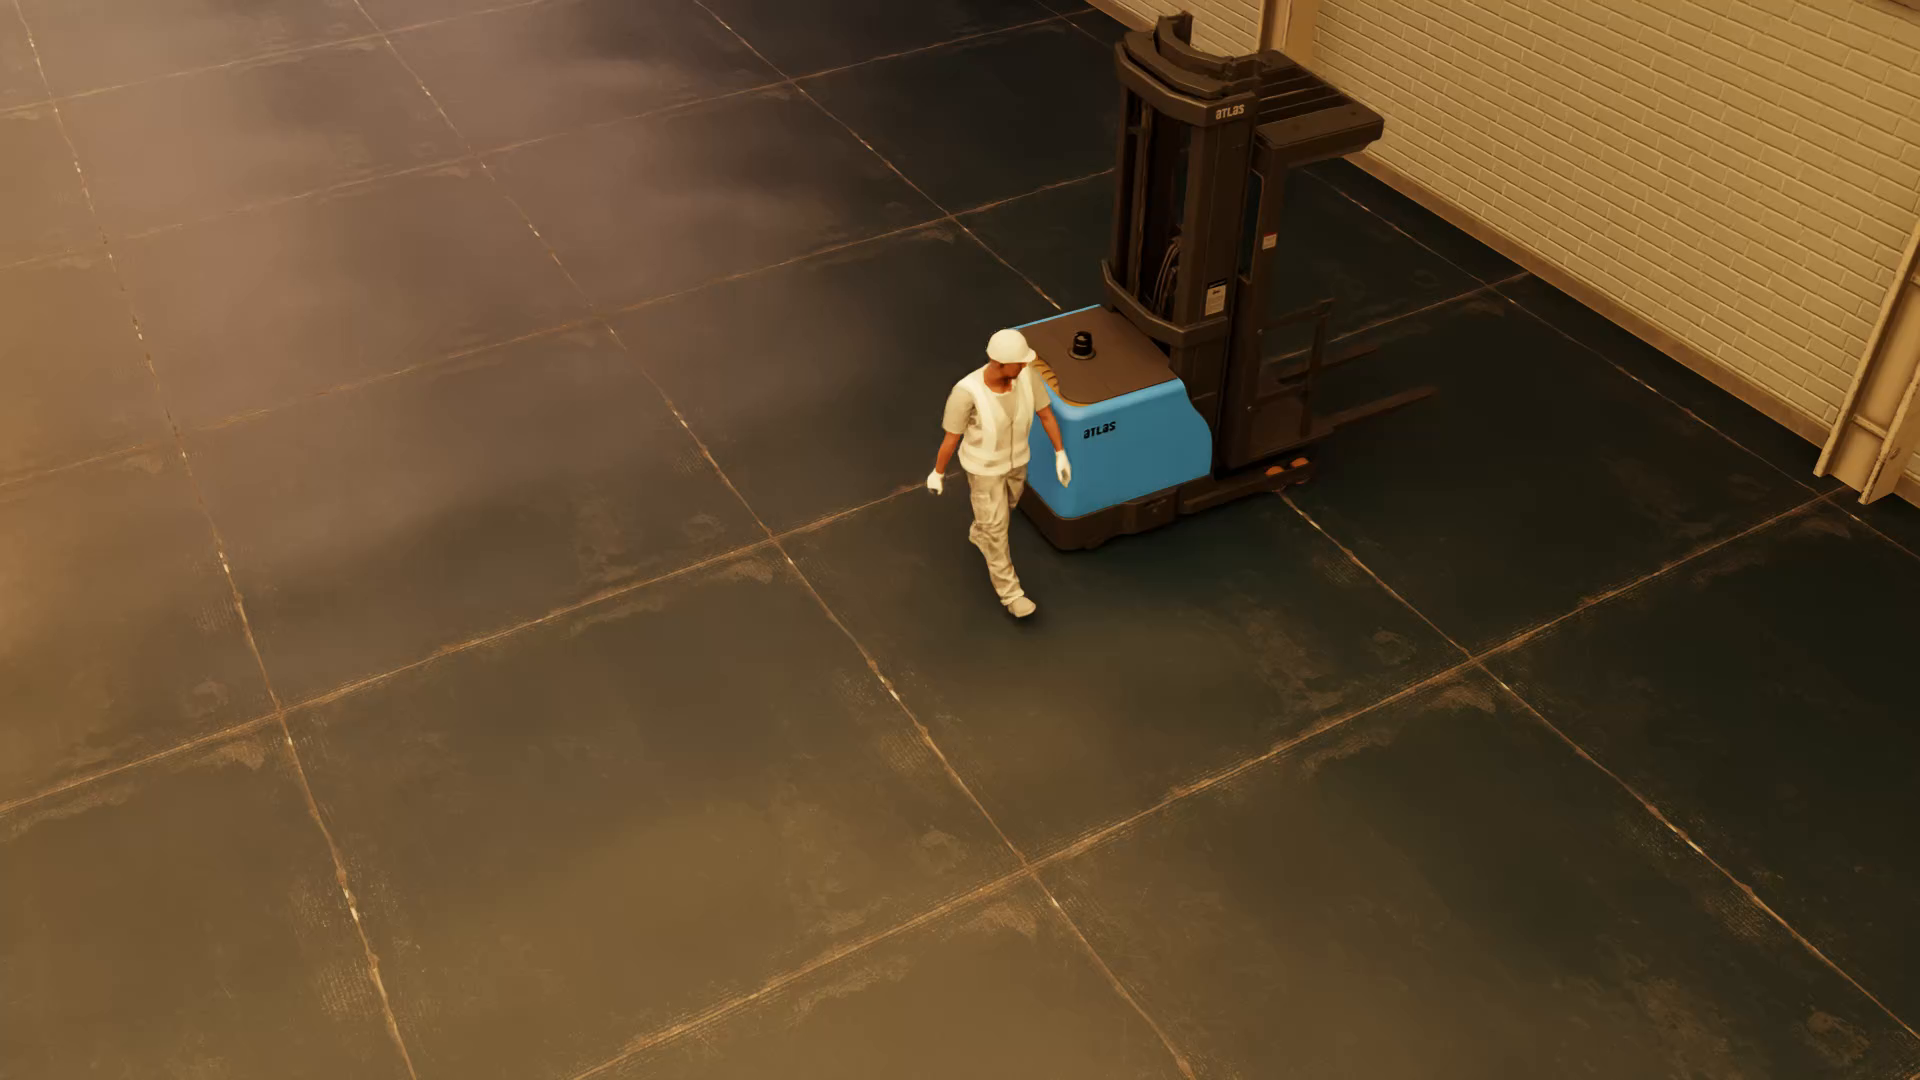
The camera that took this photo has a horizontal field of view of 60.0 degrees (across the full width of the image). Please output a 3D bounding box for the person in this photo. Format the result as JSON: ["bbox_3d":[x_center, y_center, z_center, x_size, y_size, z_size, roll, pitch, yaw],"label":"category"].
[{"bbox_3d":[0.236,-0.391,9.464,0.714,1.730,0.907,-27,47,-29],"label":"person"}]

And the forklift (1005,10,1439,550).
[{"bbox_3d":[1.727,-1.721,10.111,3.031,2.935,1.130,-18,43,-20],"label":"forklift"}]
